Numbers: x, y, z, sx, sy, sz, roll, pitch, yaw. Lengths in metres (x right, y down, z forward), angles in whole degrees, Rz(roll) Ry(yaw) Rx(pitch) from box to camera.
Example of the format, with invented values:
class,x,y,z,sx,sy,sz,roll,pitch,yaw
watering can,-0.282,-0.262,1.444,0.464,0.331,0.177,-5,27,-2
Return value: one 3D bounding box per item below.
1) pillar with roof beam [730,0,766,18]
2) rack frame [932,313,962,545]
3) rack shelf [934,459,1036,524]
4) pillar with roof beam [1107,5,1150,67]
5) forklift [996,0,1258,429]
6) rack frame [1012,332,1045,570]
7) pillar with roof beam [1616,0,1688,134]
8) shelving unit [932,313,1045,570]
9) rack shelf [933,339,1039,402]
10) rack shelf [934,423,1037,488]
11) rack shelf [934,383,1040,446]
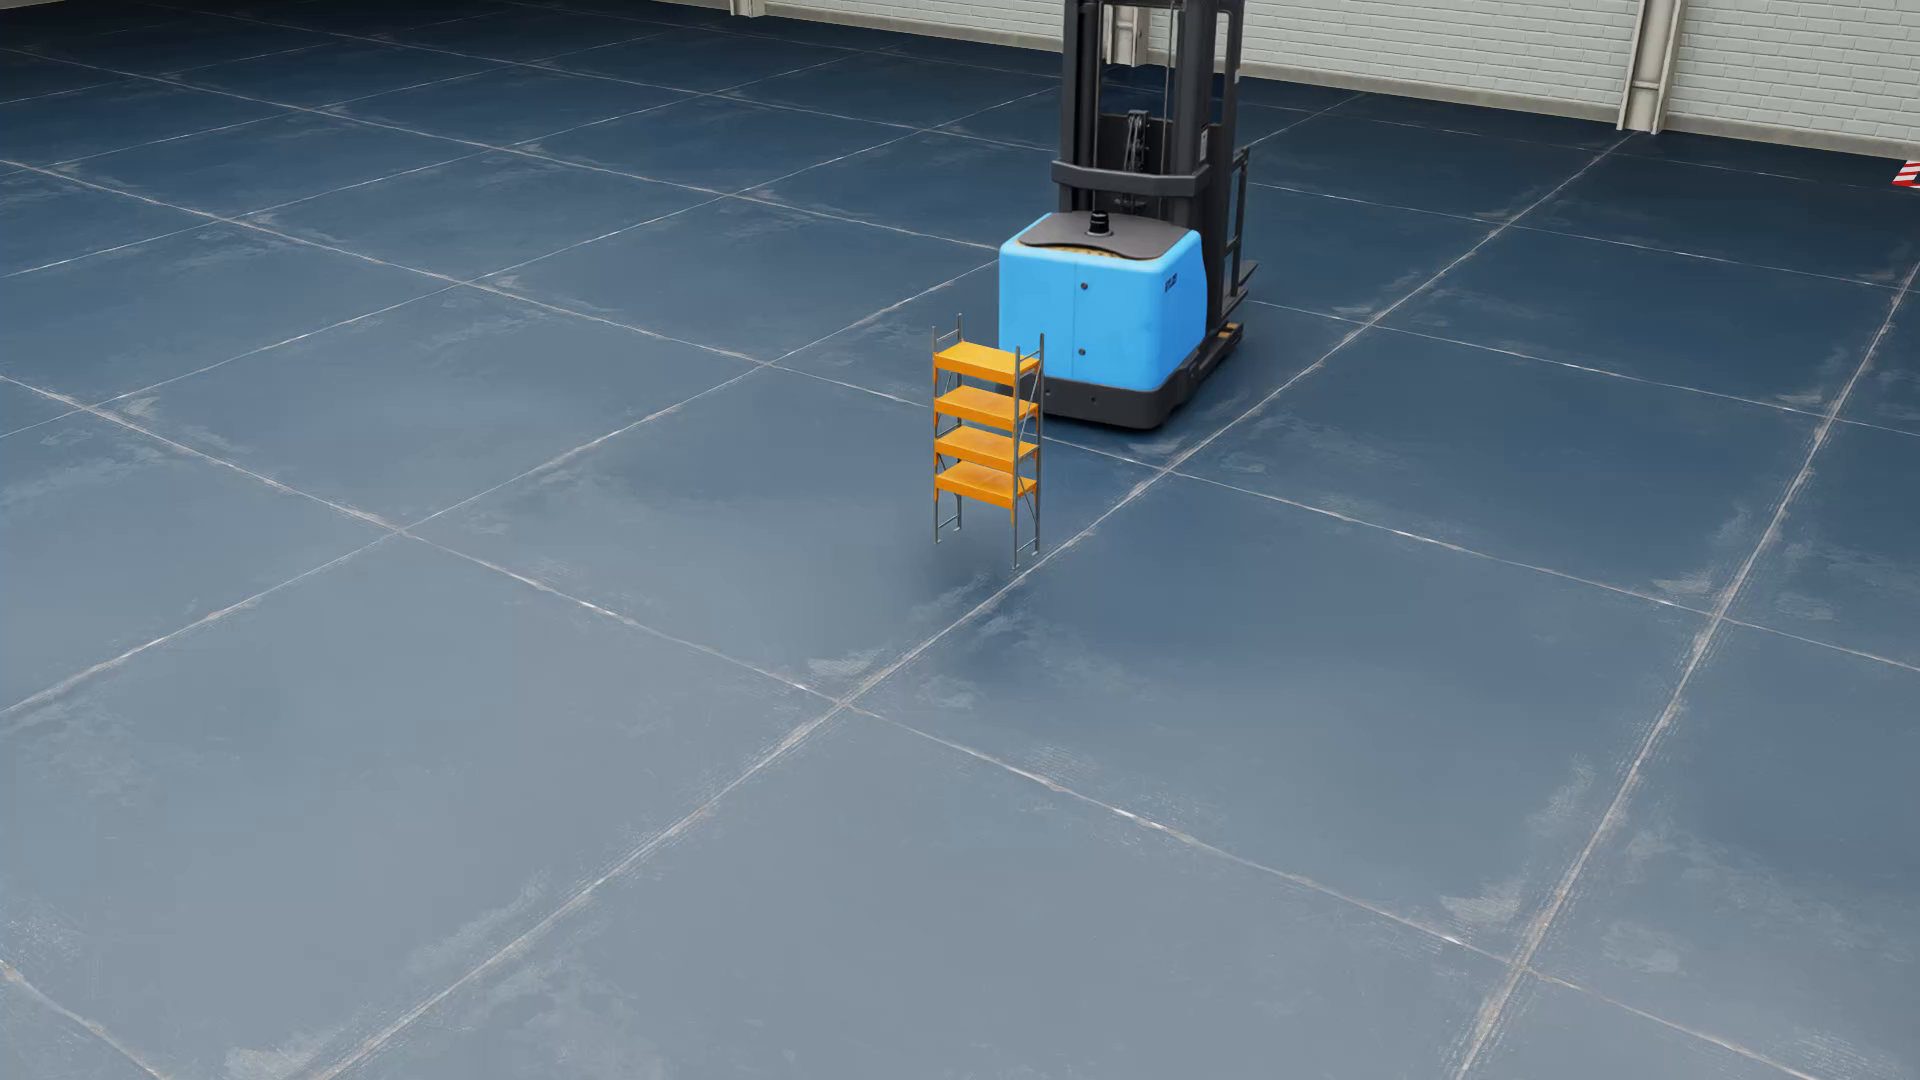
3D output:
class,x,y,z,sx,sy,sz,roll,pitch,yaw
pillar with roof beam,-5.370,-9.688,17.866,0.400,9.000,9.100,17,32,30
rack frame,-0.065,-0.555,8.517,0.015,1.200,0.240,17,32,30
rack shelf,0.136,-0.255,8.515,0.480,0.148,0.258,17,32,30
pillar with roof beam,-0.425,-8.148,14.839,0.400,9.000,9.100,17,32,30
forklift,1.283,-2.610,10.647,1.130,2.935,3.031,11,29,21
rack frame,0.338,-0.430,8.271,0.015,1.200,0.240,17,32,30
pillar with roof beam,4.521,-6.607,11.811,0.400,9.000,9.100,17,32,30
shelving unit,0.136,-0.492,8.394,0.503,1.200,0.258,17,32,30
rack shelf,0.136,-0.842,8.216,0.480,0.148,0.258,17,32,30
rack shelf,0.136,-0.432,8.425,0.480,0.148,0.258,17,32,30
rack shelf,0.136,-0.632,8.323,0.480,0.148,0.258,17,32,30
